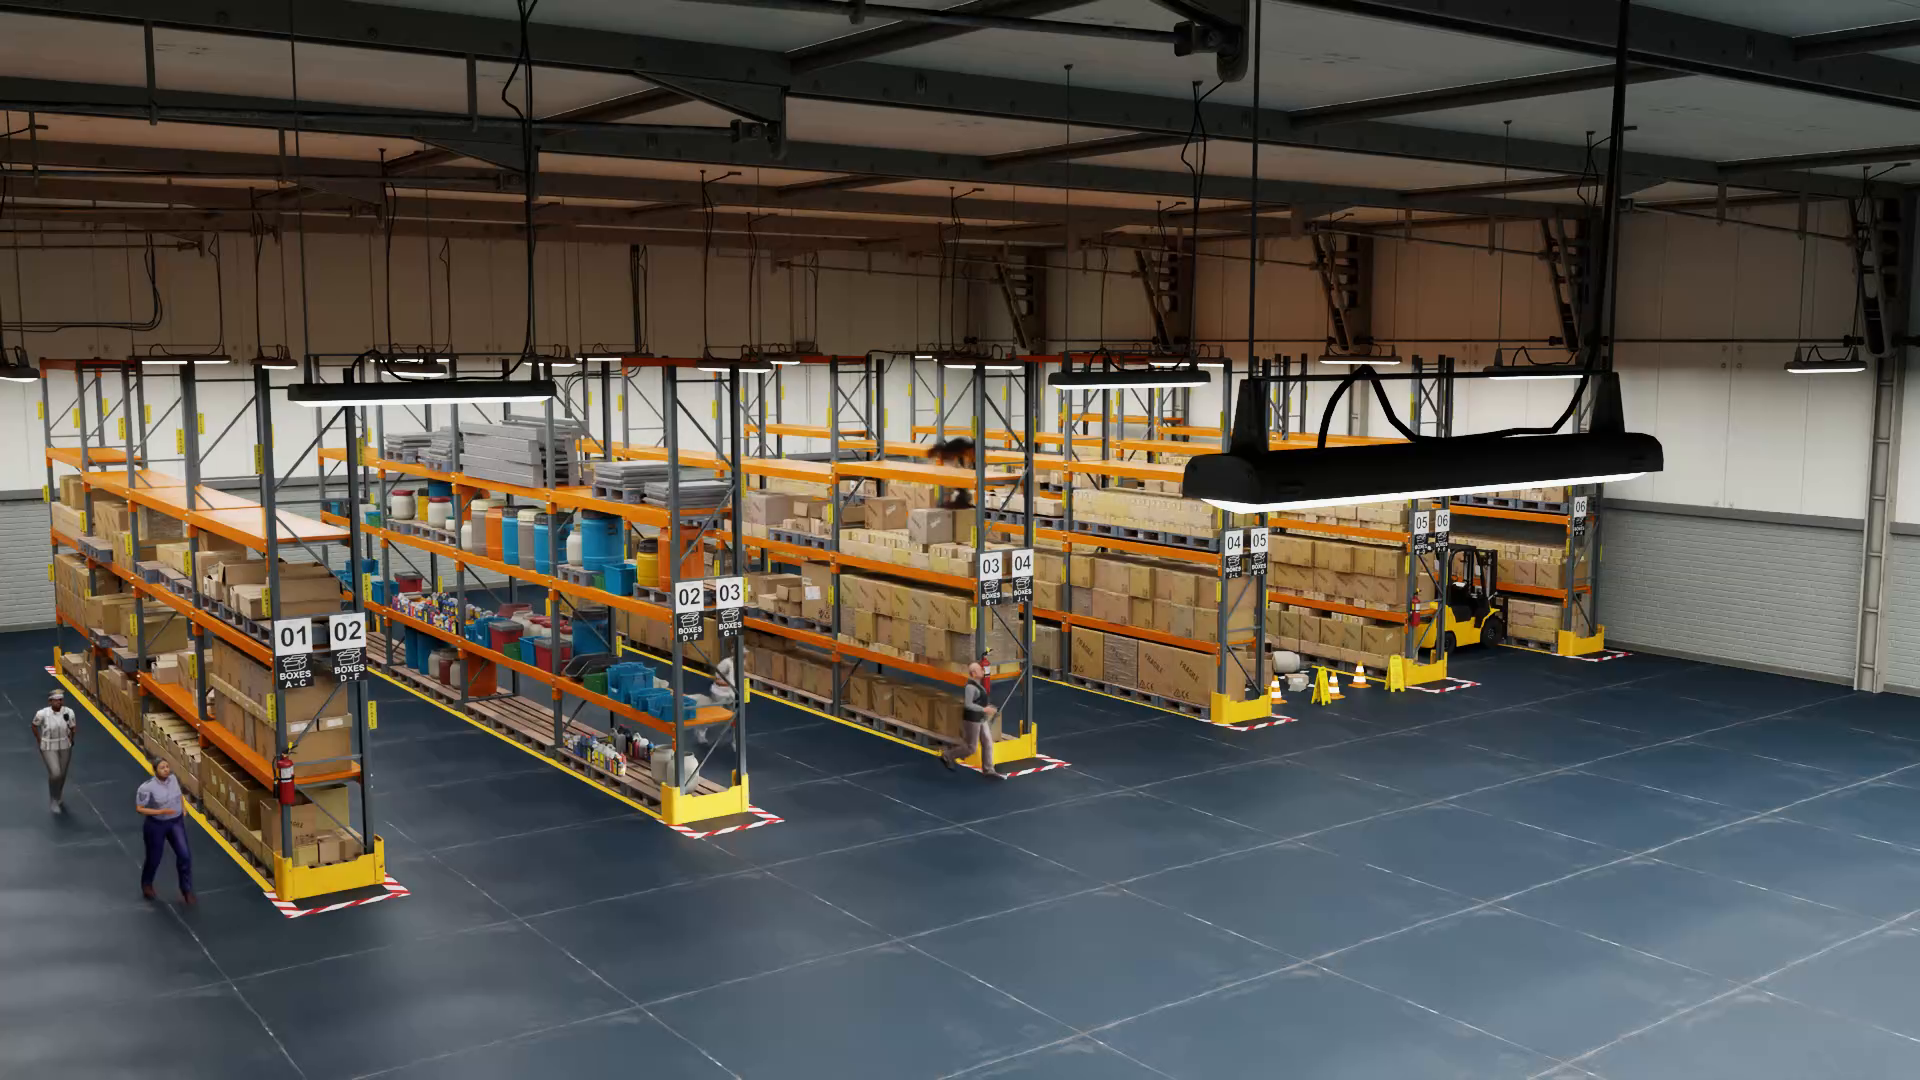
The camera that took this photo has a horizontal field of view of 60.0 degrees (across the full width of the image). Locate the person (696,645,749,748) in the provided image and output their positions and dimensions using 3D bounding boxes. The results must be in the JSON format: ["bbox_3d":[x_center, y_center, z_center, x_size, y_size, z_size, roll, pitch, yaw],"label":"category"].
[{"bbox_3d":[-3.691,2.423,25.795,1.025,1.734,0.720,4,8,31],"label":"person"}]

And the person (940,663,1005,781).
[{"bbox_3d":[0.181,2.614,23.919,0.948,1.715,0.668,2,7,16],"label":"person"}]

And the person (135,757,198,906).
[{"bbox_3d":[-8.996,3.281,18.751,0.771,1.702,0.610,6,9,40],"label":"person"}]

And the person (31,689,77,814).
[{"bbox_3d":[-12.163,2.834,22.402,0.781,1.703,0.494,7,10,45],"label":"person"}]
